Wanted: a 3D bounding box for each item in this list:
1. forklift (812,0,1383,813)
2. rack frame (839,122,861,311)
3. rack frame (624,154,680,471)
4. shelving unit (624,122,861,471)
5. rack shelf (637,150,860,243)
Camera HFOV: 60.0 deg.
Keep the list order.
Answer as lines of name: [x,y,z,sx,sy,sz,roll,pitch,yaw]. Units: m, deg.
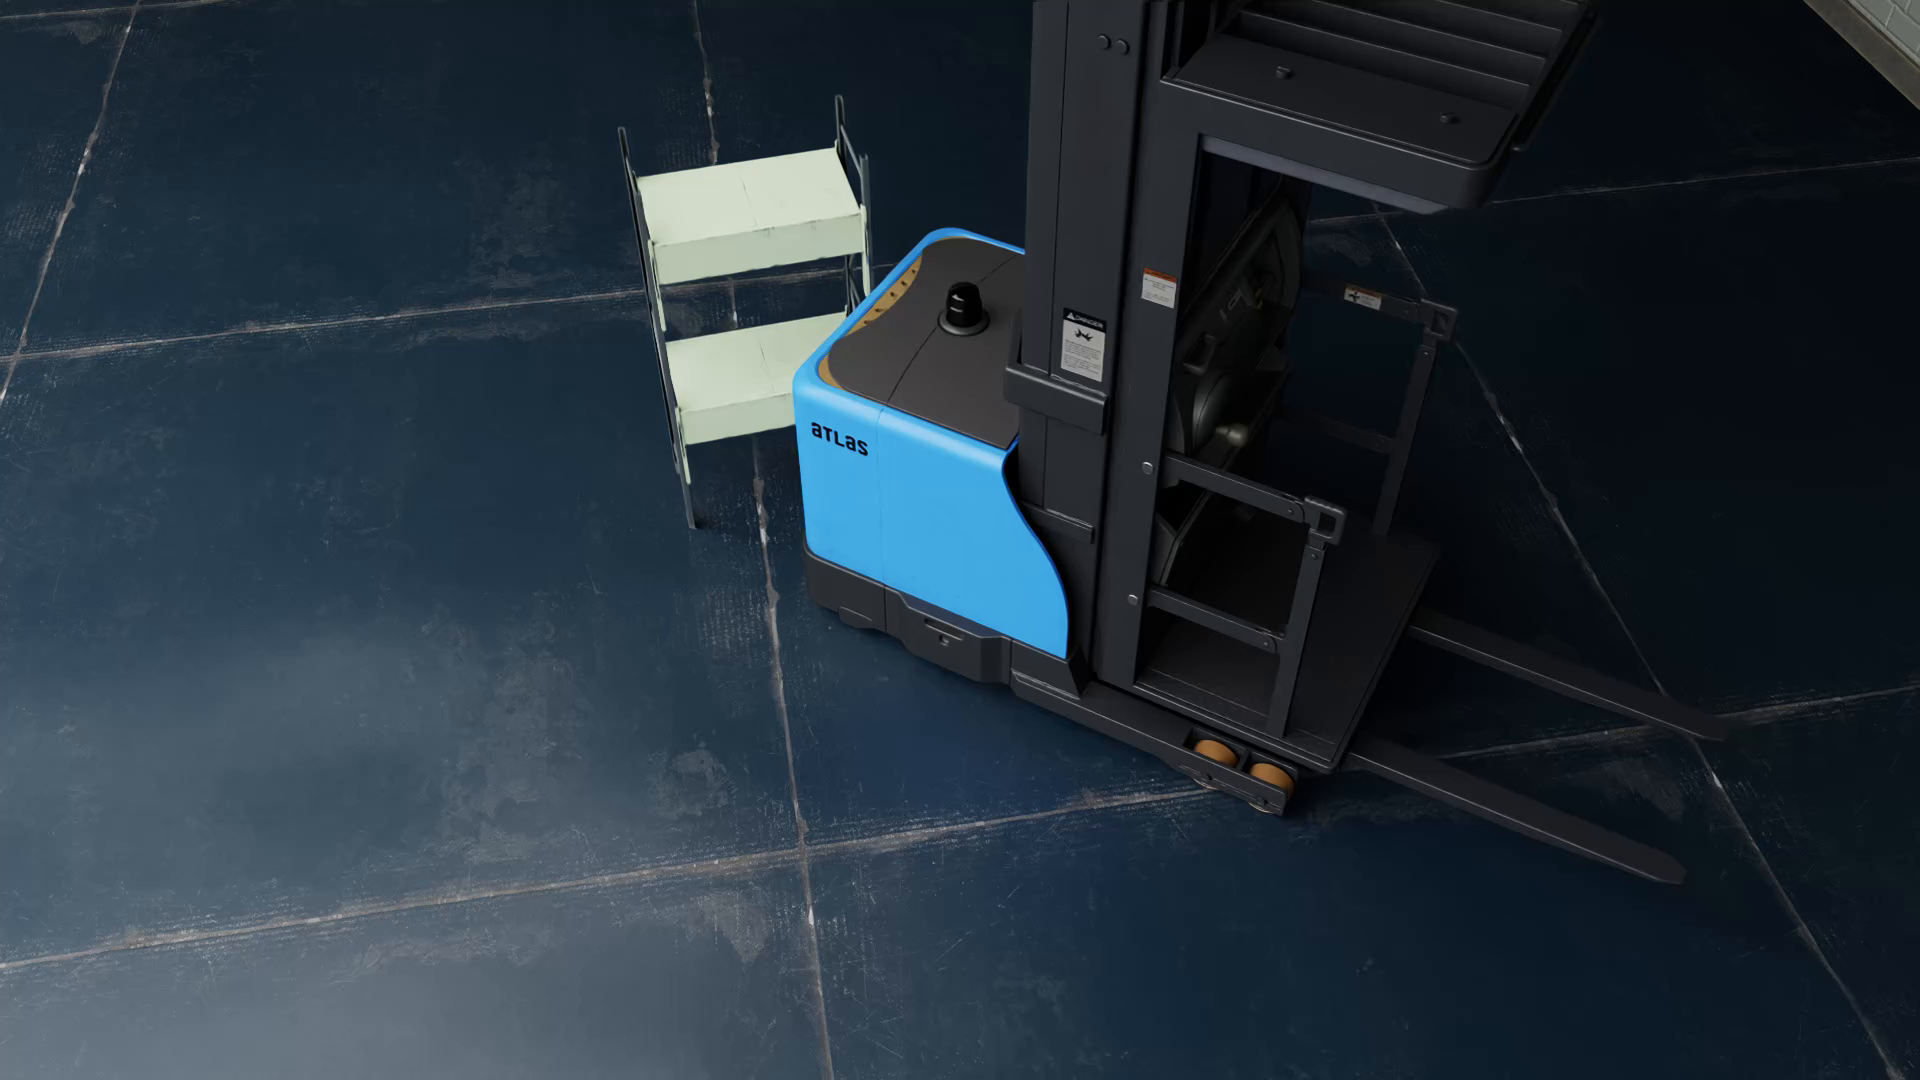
forklift: [0.984,-0.568,4.761,3.031,2.935,1.109,22,50,20]
rack frame: [-0.359,-0.843,6.021,0.010,1.308,0.380,-11,47,-11]
rack frame: [-1.064,-0.702,5.884,0.010,1.308,0.380,-11,47,-11]
shelving unit: [-0.711,-0.772,5.953,0.742,1.308,0.380,-11,47,-11]
rack shelf: [-0.711,-1.135,5.574,0.686,0.052,0.368,-11,47,-11]
